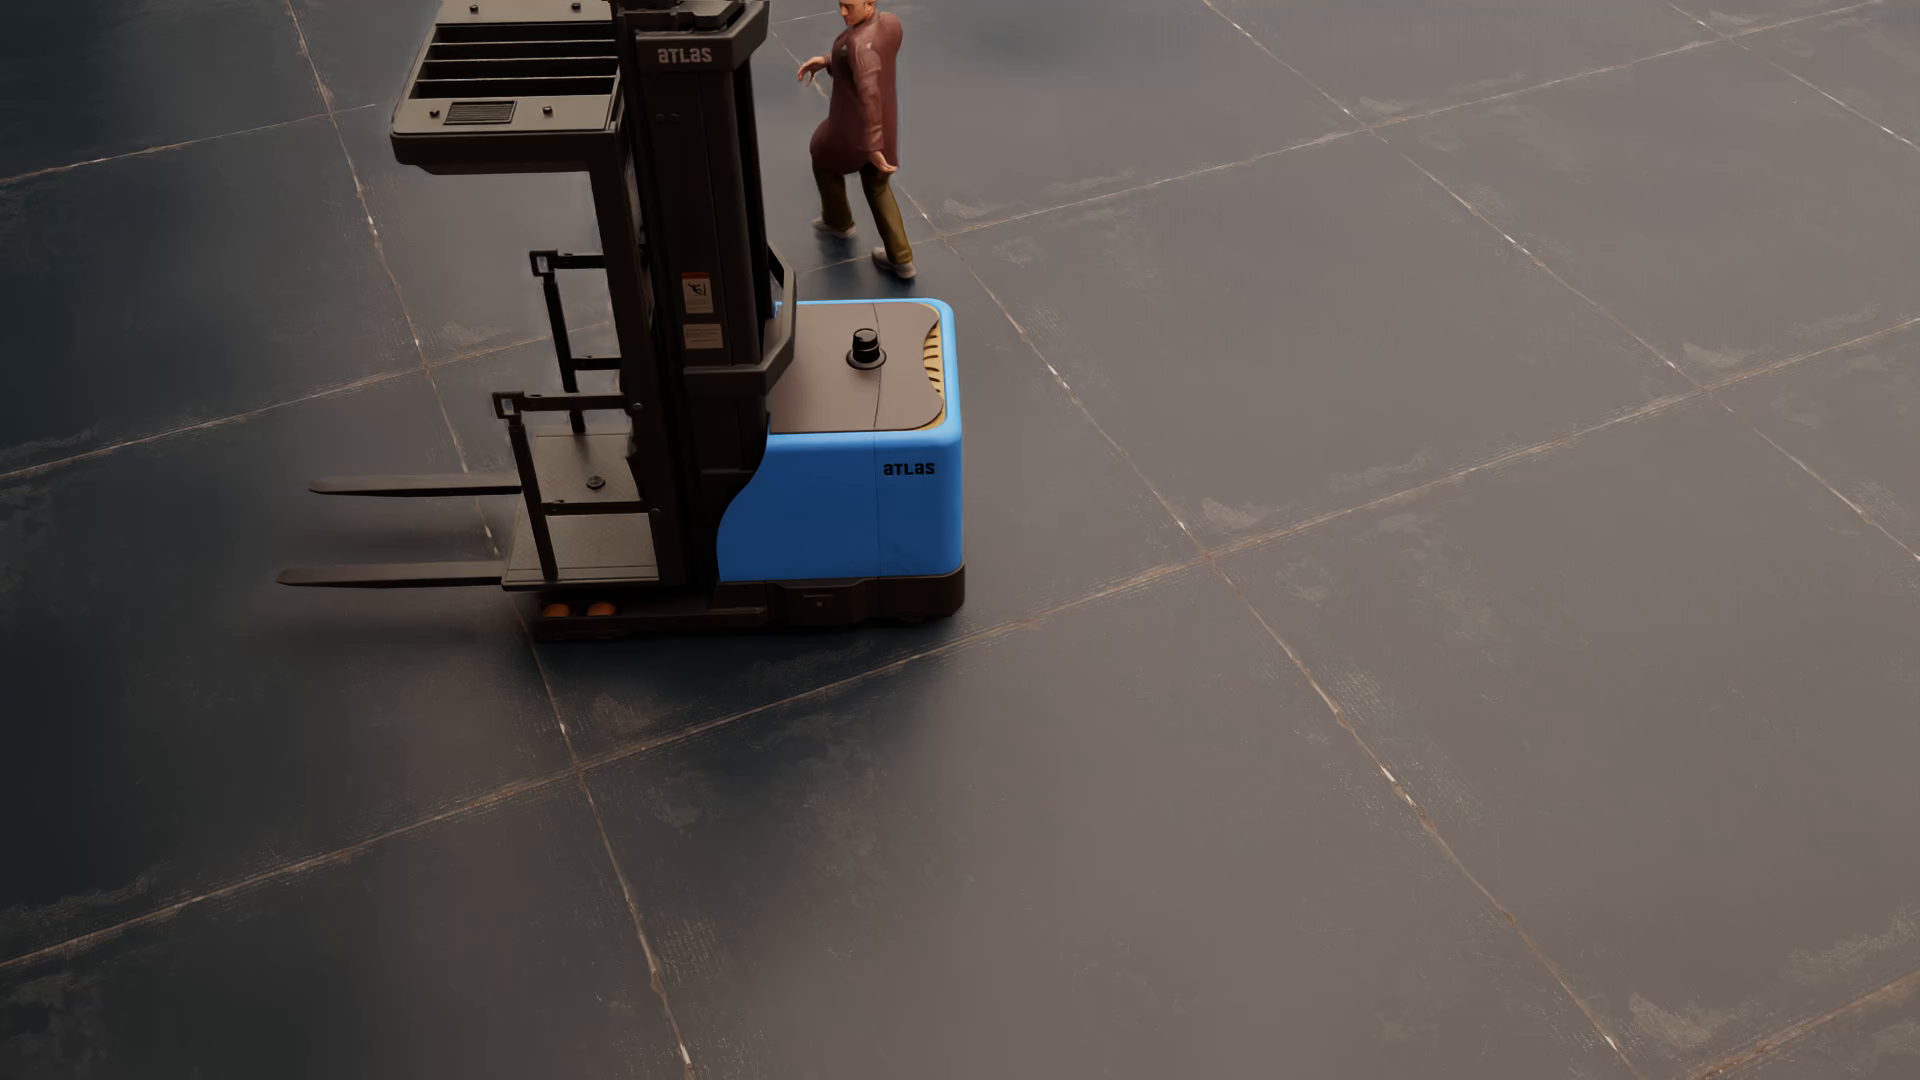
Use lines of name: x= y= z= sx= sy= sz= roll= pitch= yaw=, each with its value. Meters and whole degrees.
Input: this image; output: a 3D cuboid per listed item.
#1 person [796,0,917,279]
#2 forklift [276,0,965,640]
person: x=-0.545 y=-2.180 z=9.085 sx=0.613 sy=1.543 sz=1.009 roll=-32 pitch=52 yaw=-29
forklift: x=-1.512 y=-1.000 z=6.751 sx=3.031 sy=2.935 sz=1.130 roll=-2 pitch=43 yaw=-2
